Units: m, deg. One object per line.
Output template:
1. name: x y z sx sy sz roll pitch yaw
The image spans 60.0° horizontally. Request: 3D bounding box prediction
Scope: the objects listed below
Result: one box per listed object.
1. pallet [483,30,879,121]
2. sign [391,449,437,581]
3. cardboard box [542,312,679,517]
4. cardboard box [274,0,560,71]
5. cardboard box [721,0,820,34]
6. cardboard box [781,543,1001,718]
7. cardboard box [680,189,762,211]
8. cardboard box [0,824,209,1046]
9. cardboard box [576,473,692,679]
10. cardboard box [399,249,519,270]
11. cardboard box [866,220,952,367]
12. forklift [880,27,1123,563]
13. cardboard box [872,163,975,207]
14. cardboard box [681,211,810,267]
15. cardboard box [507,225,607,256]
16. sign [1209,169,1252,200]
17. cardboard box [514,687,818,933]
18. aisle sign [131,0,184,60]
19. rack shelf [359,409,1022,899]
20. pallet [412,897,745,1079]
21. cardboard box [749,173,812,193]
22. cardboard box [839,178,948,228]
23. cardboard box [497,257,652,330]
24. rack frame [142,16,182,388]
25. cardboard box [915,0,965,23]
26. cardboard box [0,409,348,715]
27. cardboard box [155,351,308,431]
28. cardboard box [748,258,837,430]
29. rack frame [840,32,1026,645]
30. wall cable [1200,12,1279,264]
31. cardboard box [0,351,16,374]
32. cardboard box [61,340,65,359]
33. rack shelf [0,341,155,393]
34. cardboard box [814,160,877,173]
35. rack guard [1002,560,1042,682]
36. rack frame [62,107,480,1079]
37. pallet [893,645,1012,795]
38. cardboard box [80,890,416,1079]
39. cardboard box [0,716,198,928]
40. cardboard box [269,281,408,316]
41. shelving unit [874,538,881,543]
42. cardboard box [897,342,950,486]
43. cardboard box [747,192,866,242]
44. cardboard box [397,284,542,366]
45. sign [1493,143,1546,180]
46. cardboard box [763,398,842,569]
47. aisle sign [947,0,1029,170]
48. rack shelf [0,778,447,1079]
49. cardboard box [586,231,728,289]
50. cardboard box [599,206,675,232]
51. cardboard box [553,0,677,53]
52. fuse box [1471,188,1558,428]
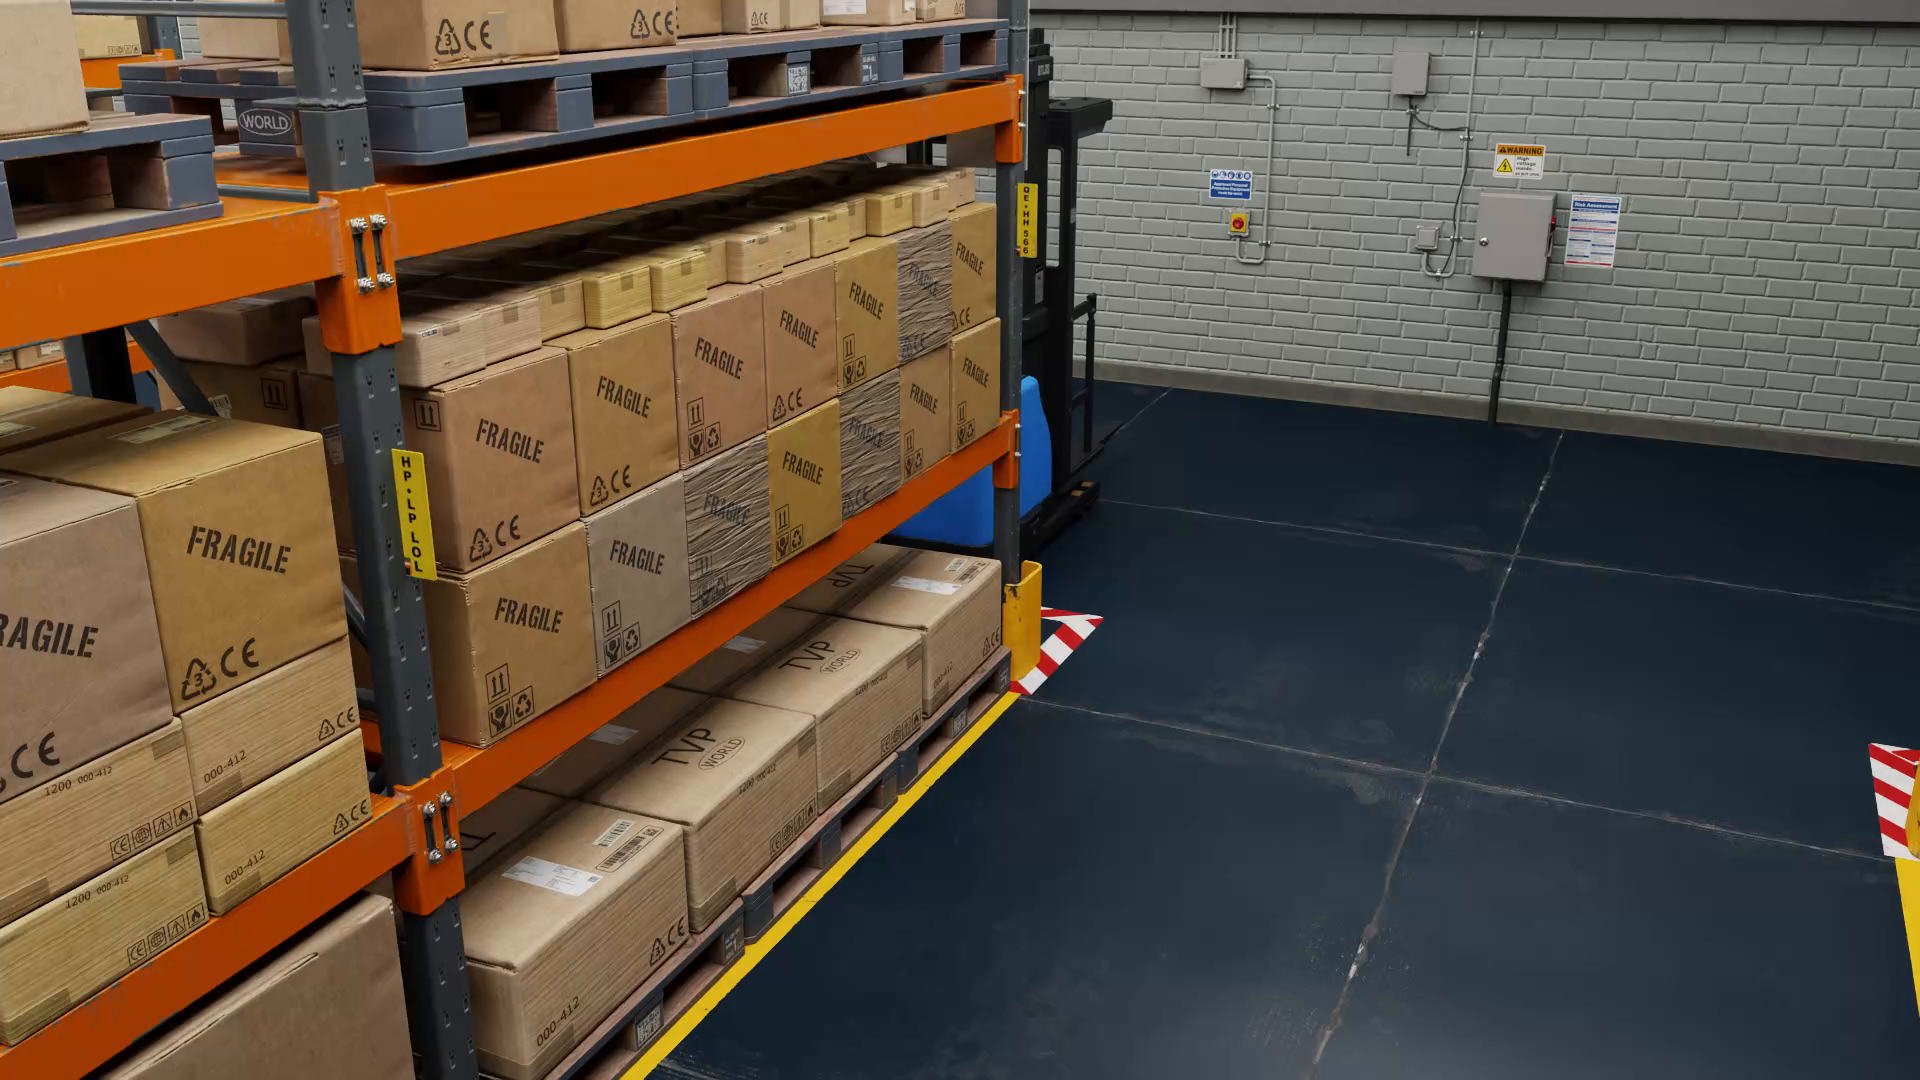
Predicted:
1. pallet: -0.985 -1.615 5.690 1.003 0.211 1.213 9 21 23
2. sign: -1.332 -0.060 4.052 0.100 0.325 0.005 9 21 23
3. cardboard box: -1.203 -0.408 4.997 0.500 0.500 0.500 8 21 22
4. cardboard box: -1.398 -1.480 4.252 0.500 0.500 0.500 9 21 24
5. cardboard box: -0.852 -2.012 6.030 0.500 0.311 0.500 9 21 24
6. cardboard box: -0.372 0.378 7.625 0.875 0.438 0.875 8 21 21
7. cardboard box: -0.995 -1.276 6.470 0.380 0.149 0.250 9 21 23
8. cardboard box: -1.994 0.774 3.539 0.500 0.250 0.500 8 21 22
9. cardboard box: -1.190 0.069 5.150 0.500 0.500 0.500 9 21 23
10. cardboard box: -1.590 -0.806 5.148 0.380 0.149 0.250 8 21 22
11. cardboard box: -0.360 -1.021 6.721 0.500 0.500 0.500 9 21 23
12. forklift: 0.243 -1.576 10.025 1.130 2.935 3.031 8 21 21
13. cardboard box: -0.157 -1.533 7.193 0.380 0.149 0.250 9 21 23
14. cardboard box: -0.754 -1.058 5.857 0.380 0.149 0.250 9 22 24
15. cardboard box: -1.414 -0.967 5.603 0.380 0.149 0.250 8 21 22
16. sign: 2.076 -2.726 12.754 0.327 0.218 0.001 9 21 23
17. cardboard box: -1.110 0.935 6.061 0.875 0.438 0.875 8 21 21
18. aisle sign: -4.447 -2.701 9.206 0.394 0.787 0.004 9 21 23
19. rack shelf: -1.012 0.104 6.273 1.077 0.370 4.000 9 21 23
20. pallet: -1.448 1.469 5.524 1.003 0.211 1.213 9 21 23
21. cardboard box: -0.844 -1.446 6.949 0.380 0.149 0.250 9 22 24
22. cardboard box: -0.268 -1.362 6.711 0.380 0.149 0.250 8 21 22
23. cardboard box: -1.151 -0.740 4.965 0.380 0.149 0.250 8 21 22
24. rack frame: -4.750 -1.495 9.695 1.000 3.000 0.127 9 21 23
25. cardboard box: -0.295 -2.284 6.886 0.500 0.250 0.500 7 21 18
26. cardboard box: -1.785 0.029 3.769 0.500 0.500 0.500 9 22 24
27. cardboard box: -1.890 -0.324 4.762 0.500 0.500 0.500 8 21 22
28. cardboard box: -0.774 -0.717 5.866 0.500 0.500 0.500 8 21 22
29. rack frame: -0.193 -0.846 7.872 1.000 3.000 0.127 9 21 23
30. wall cable: 2.095 -3.067 12.552 0.585 1.953 0.123 9 21 23
31. cardboard box: -5.069 -0.931 8.484 0.380 0.149 0.250 8 21 20
32. cardboard box: -4.851 -1.088 8.927 0.380 0.149 0.250 8 21 22
33. rack shelf: -5.569 -0.544 8.096 1.077 0.370 4.000 9 21 23
34. cardboard box: -0.591 -1.600 7.381 0.380 0.149 0.250 9 21 24
35. rack guard: -0.183 0.324 8.312 1.175 0.500 0.348 9 21 23
36. rack frame: -1.831 0.376 4.434 1.000 3.000 0.127 9 21 23
37. pallet: -0.449 0.723 7.622 1.003 0.211 1.213 9 21 23
38. cardboard box: -2.012 1.380 4.156 0.875 0.875 0.875 9 22 24
39. cardboard box: -1.988 0.533 3.470 0.500 0.250 0.500 9 22 24
40. cardboard box: -1.788 -0.651 4.713 0.380 0.149 0.250 9 22 24
41. shelving unit: -0.718 -0.670 8.720 0.431 2.100 0.503 7 21 20
42. cardboard box: -0.368 -0.558 6.913 0.500 0.500 0.500 8 21 22
43. cardboard box: -0.581 -1.220 6.313 0.380 0.149 0.250 8 21 22
44. cardboard box: -1.375 -0.589 4.538 0.380 0.149 0.250 9 21 24
45. sign: 3.986 -2.700 11.853 0.339 0.242 0.001 9 21 23
46. cardboard box: -0.770 -0.240 6.018 0.500 0.500 0.500 9 22 24
47. aisle sign: 0.119 -2.051 7.379 0.394 0.787 0.004 9 21 23
48. rack shelf: -2.650 1.327 2.835 1.077 0.370 4.000 9 21 23
49. cardboard box: -0.988 -0.906 5.429 0.380 0.149 0.250 8 21 23
50. cardboard box: -1.264 -1.131 6.064 0.380 0.149 0.250 8 21 21
51. cardboard box: -1.308 -1.747 4.998 0.797 0.503 0.637 10 22 27
52. fuse box: 3.951 -1.633 12.008 0.539 1.711 0.414 9 21 23
